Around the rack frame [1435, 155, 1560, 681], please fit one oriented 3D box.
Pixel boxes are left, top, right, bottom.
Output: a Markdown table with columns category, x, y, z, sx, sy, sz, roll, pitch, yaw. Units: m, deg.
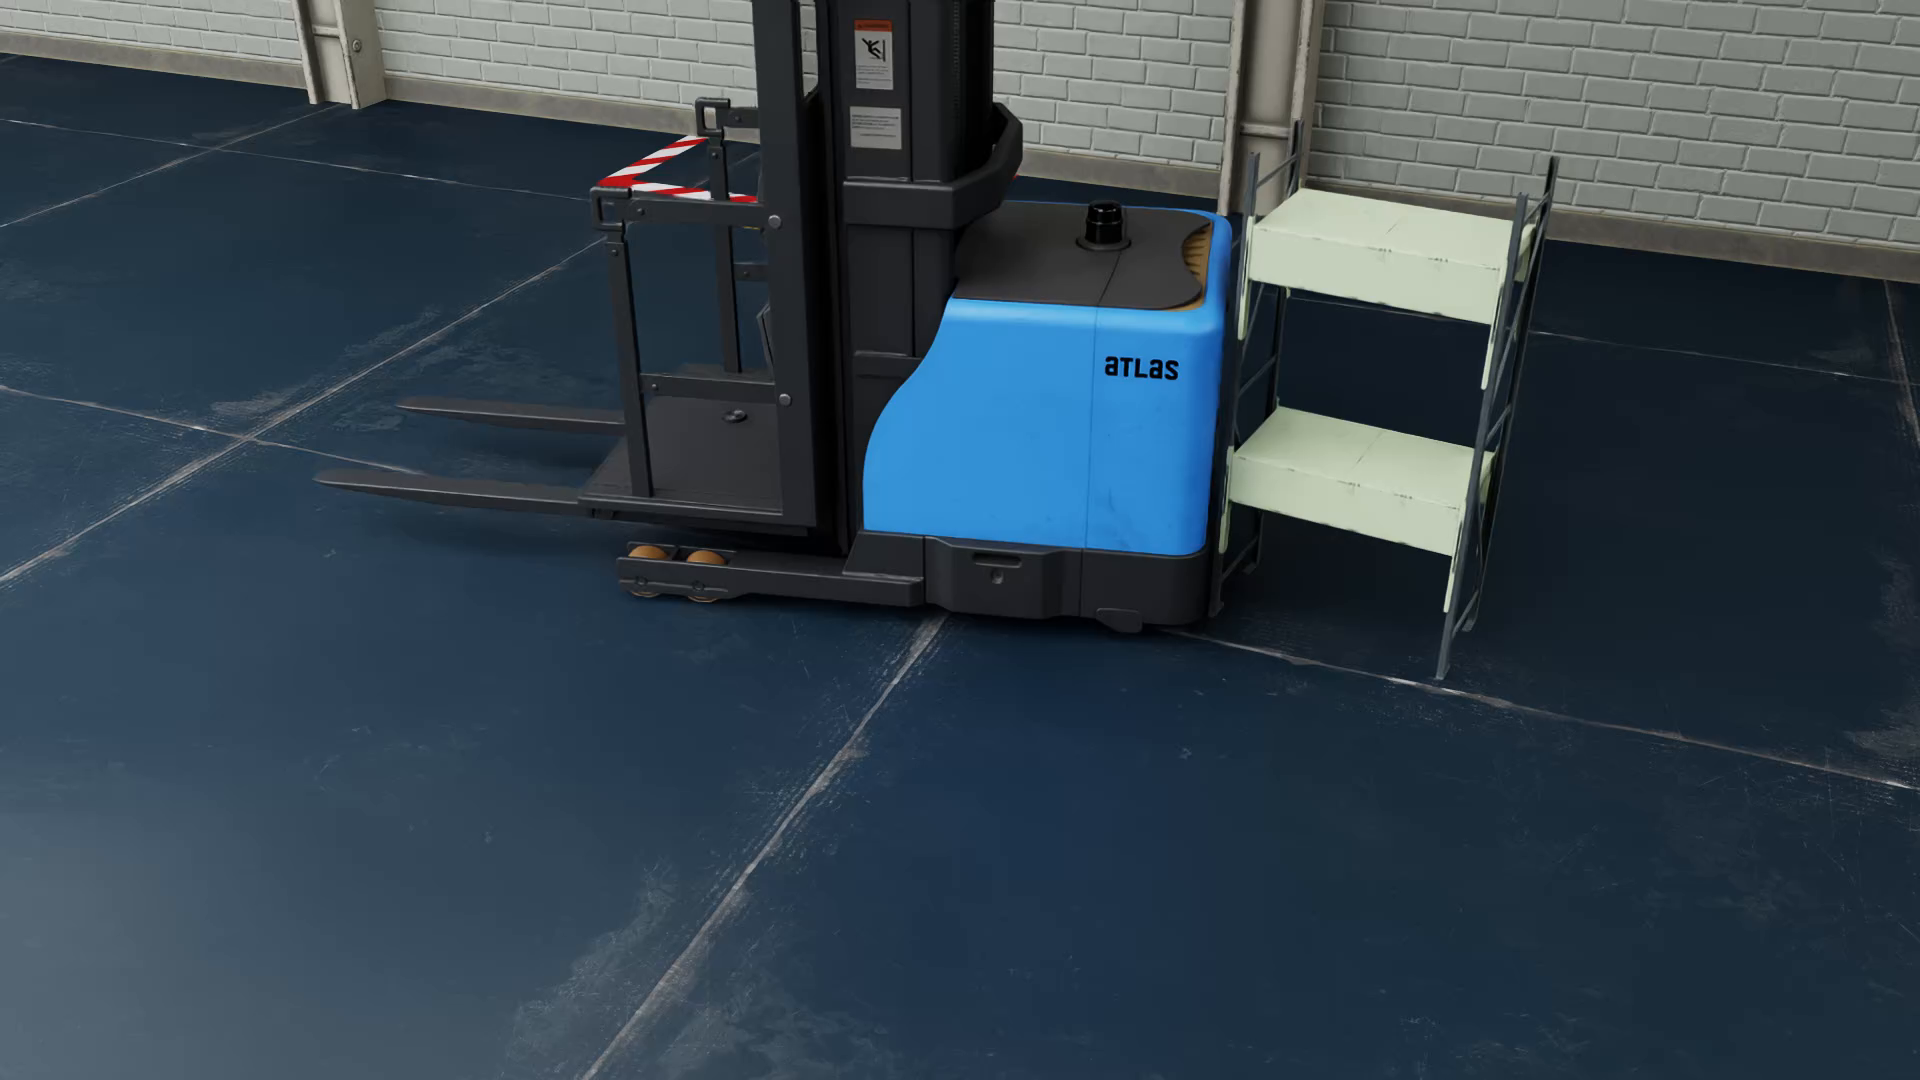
| category | x | y | z | sx | sy | sz | roll | pitch | yaw |
| --- | --- | --- | --- | --- | --- | --- | --- | --- | --- |
| rack frame | 1.540 | -0.317 | 4.786 | 0.023 | 1.500 | 0.400 | 16 | 33 | 25 |

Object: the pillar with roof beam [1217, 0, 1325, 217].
| category | x | y | z | sx | sy | sz | roll | pitch | yaw |
| --- | --- | --- | --- | --- | --- | --- | --- | --- | --- |
| pillar with roof beam | -0.022 | -3.700 | 3.151 | 0.400 | 9.000 | 9.100 | 11 | 31 | 19 |

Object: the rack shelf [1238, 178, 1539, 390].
| category | x | y | z | sx | sy | sz | roll | pitch | yaw |
| --- | --- | --- | --- | --- | --- | --- | --- | --- | --- |
| rack shelf | 1.222 | -0.745 | 4.752 | 0.720 | 0.370 | 0.431 | 16 | 33 | 25 |

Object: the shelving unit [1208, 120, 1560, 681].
| category | x | y | z | sx | sy | sz | roll | pitch | yaw |
| --- | --- | --- | --- | --- | --- | --- | --- | --- | --- |
| shelving unit | 1.222 | -0.406 | 4.944 | 0.755 | 1.500 | 0.431 | 16 | 33 | 25 |

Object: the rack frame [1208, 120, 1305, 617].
| category | x | y | z | sx | sy | sz | roll | pitch | yaw |
| --- | --- | --- | --- | --- | --- | --- | --- | --- | --- |
| rack frame | 0.904 | -0.495 | 5.101 | 0.023 | 1.500 | 0.400 | 16 | 33 | 25 |

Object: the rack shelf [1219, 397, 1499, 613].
| category | x | y | z | sx | sy | sz | roll | pitch | yaw |
| --- | --- | --- | --- | --- | --- | --- | --- | --- | --- |
| rack shelf | 1.222 | -0.122 | 5.104 | 0.720 | 0.370 | 0.431 | 16 | 33 | 25 |

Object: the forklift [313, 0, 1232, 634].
| category | x | y | z | sx | sy | sz | roll | pitch | yaw |
| --- | --- | --- | --- | --- | --- | --- | --- | --- | --- |
| forklift | -0.658 | -1.322 | 5.110 | 3.031 | 2.935 | 1.130 | 5 | 30 | 8 |

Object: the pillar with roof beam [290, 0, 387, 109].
| category | x | y | z | sx | sy | sz | roll | pitch | yaw |
| --- | --- | --- | --- | --- | --- | --- | --- | --- | --- |
| pillar with roof beam | -5.582 | -4.810 | 5.115 | 0.400 | 9.000 | 9.100 | 11 | 31 | 19 |
